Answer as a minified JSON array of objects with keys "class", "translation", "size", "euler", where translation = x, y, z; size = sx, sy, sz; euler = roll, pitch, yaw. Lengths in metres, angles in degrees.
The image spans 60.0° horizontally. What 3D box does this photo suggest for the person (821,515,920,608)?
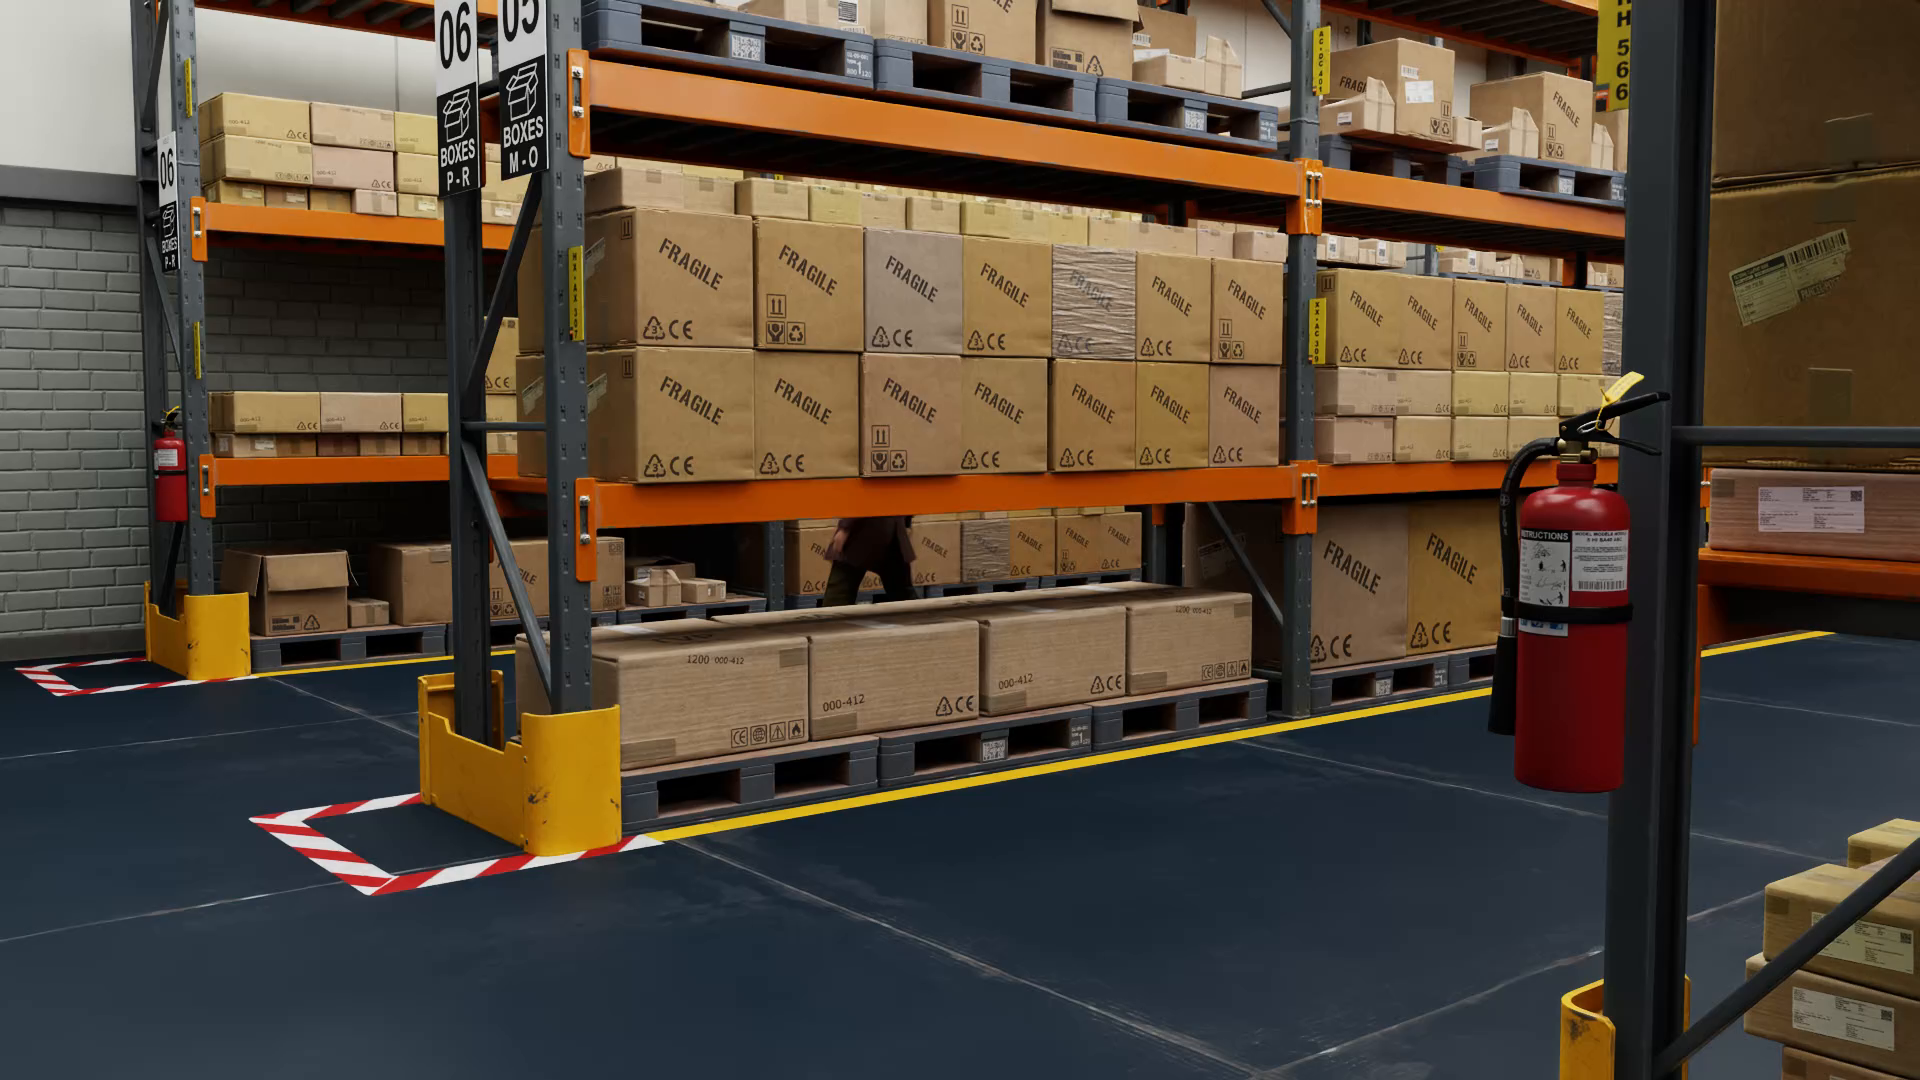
[{"class":"person","translation":[-0.557,-0.070,9.721],"size":[0.728,1.753,0.761],"euler":[2,5,30]}]
